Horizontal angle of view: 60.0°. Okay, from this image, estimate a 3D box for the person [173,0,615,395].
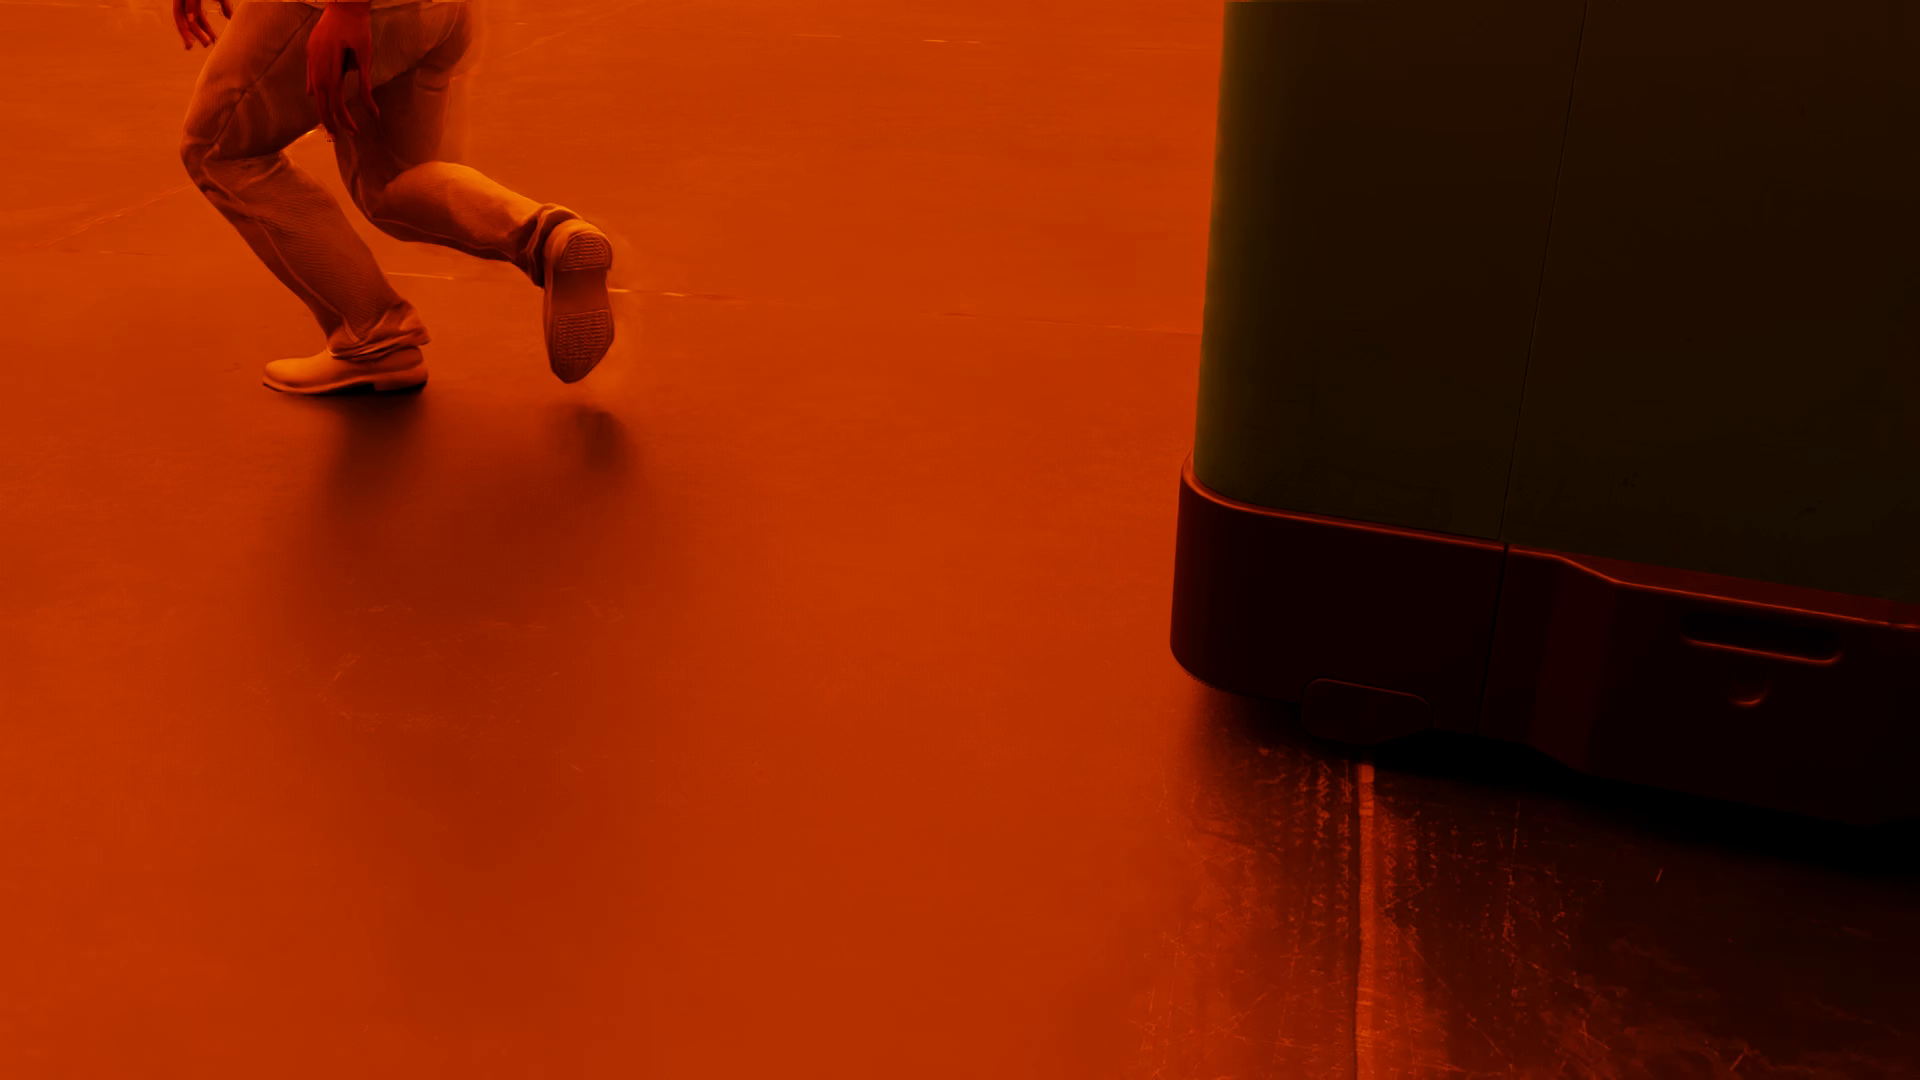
[{"bbox_3d":[-1.016,-0.946,2.702,0.814,1.538,0.691,3,27,6],"label":"person"}]

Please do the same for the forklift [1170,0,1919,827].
[{"bbox_3d":[1.834,-1.066,1.359,3.031,2.935,1.130,9,28,18],"label":"forklift"}]
